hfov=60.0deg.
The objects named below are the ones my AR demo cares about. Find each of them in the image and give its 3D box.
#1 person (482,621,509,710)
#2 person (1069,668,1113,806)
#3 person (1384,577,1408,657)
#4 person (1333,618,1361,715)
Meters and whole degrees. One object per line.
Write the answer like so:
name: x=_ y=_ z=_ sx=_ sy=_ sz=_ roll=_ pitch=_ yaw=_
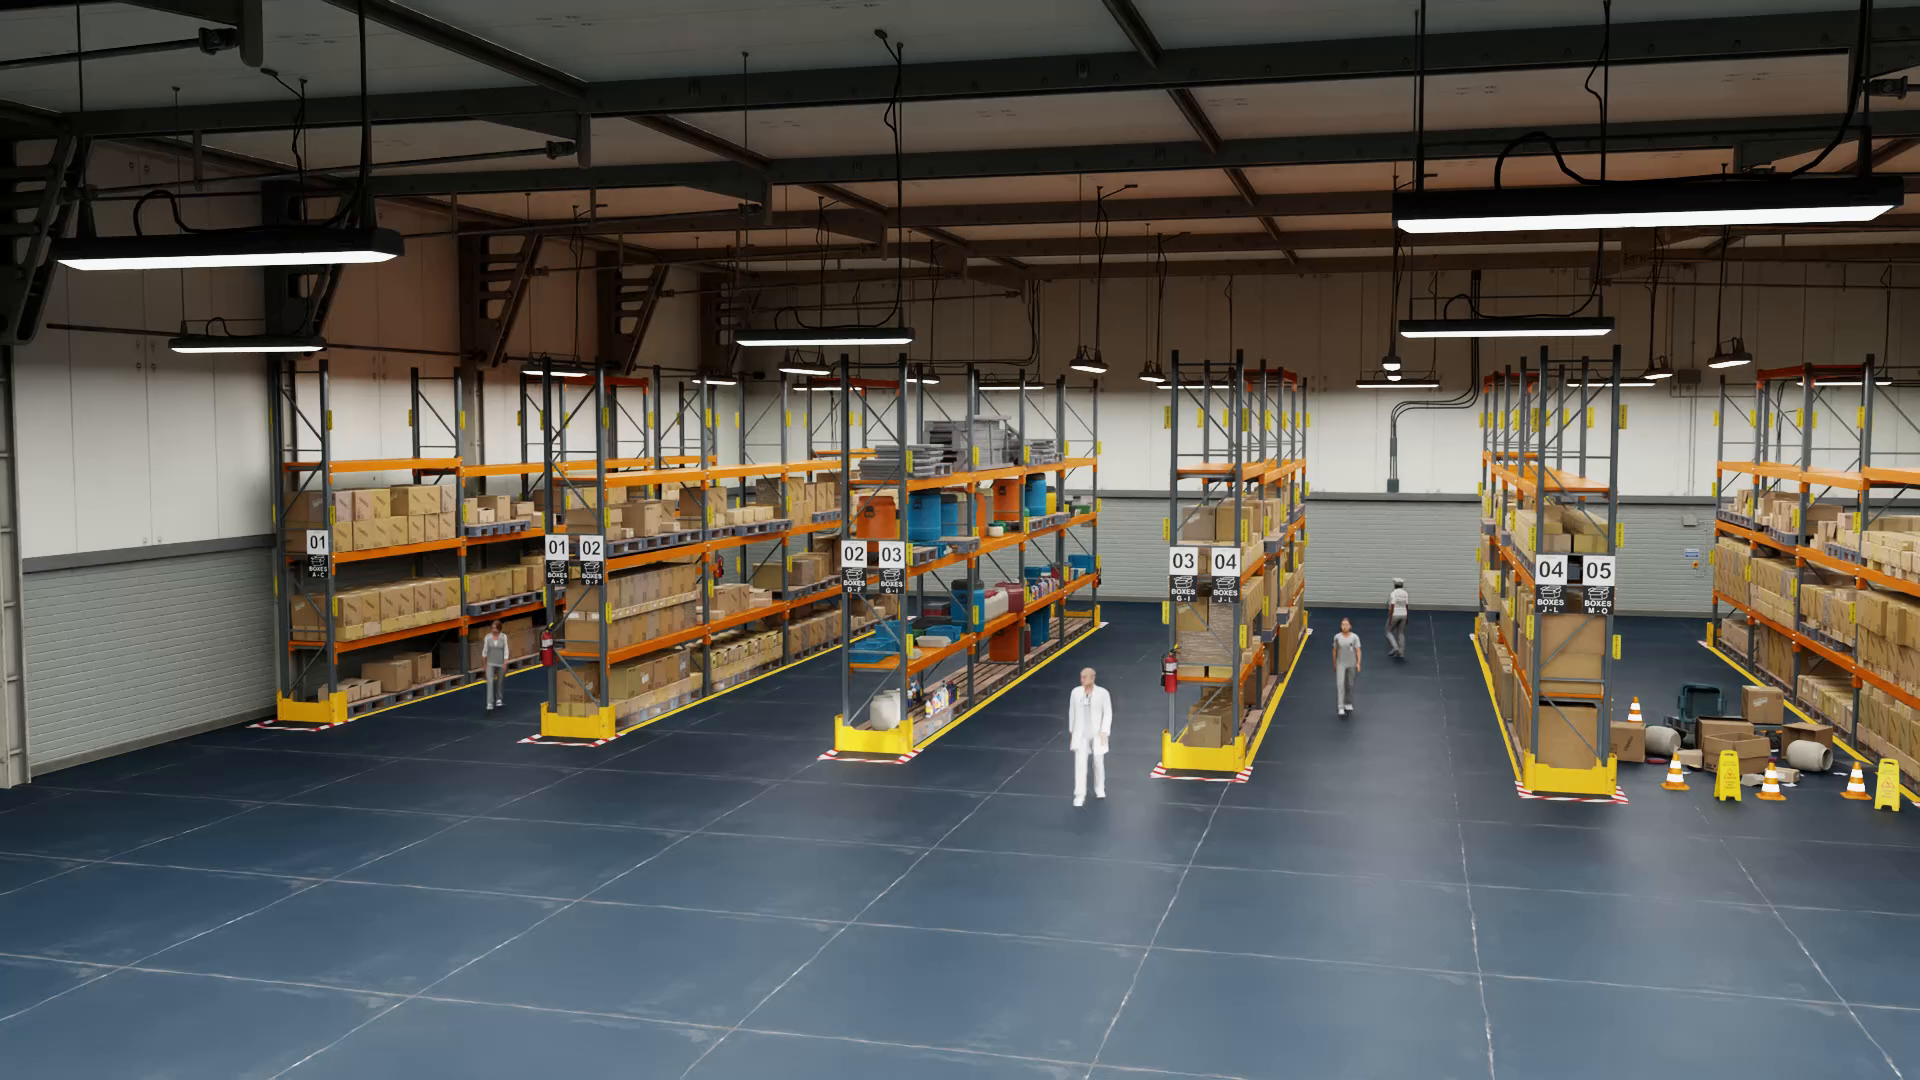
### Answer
person: x=-7.990 y=2.151 z=28.625 sx=0.436 sy=1.536 sz=1.003 roll=-2 pitch=4 yaw=-21
person: x=1.680 y=2.571 z=21.682 sx=0.609 sy=1.699 sz=1.046 roll=1 pitch=4 yaw=15
person: x=9.258 y=1.639 z=35.141 sx=0.503 sy=1.677 sz=0.444 roll=-2 pitch=4 yaw=-23
person: x=6.574 y=2.137 z=28.246 sx=0.468 sy=1.616 sz=0.987 roll=1 pitch=4 yaw=11
